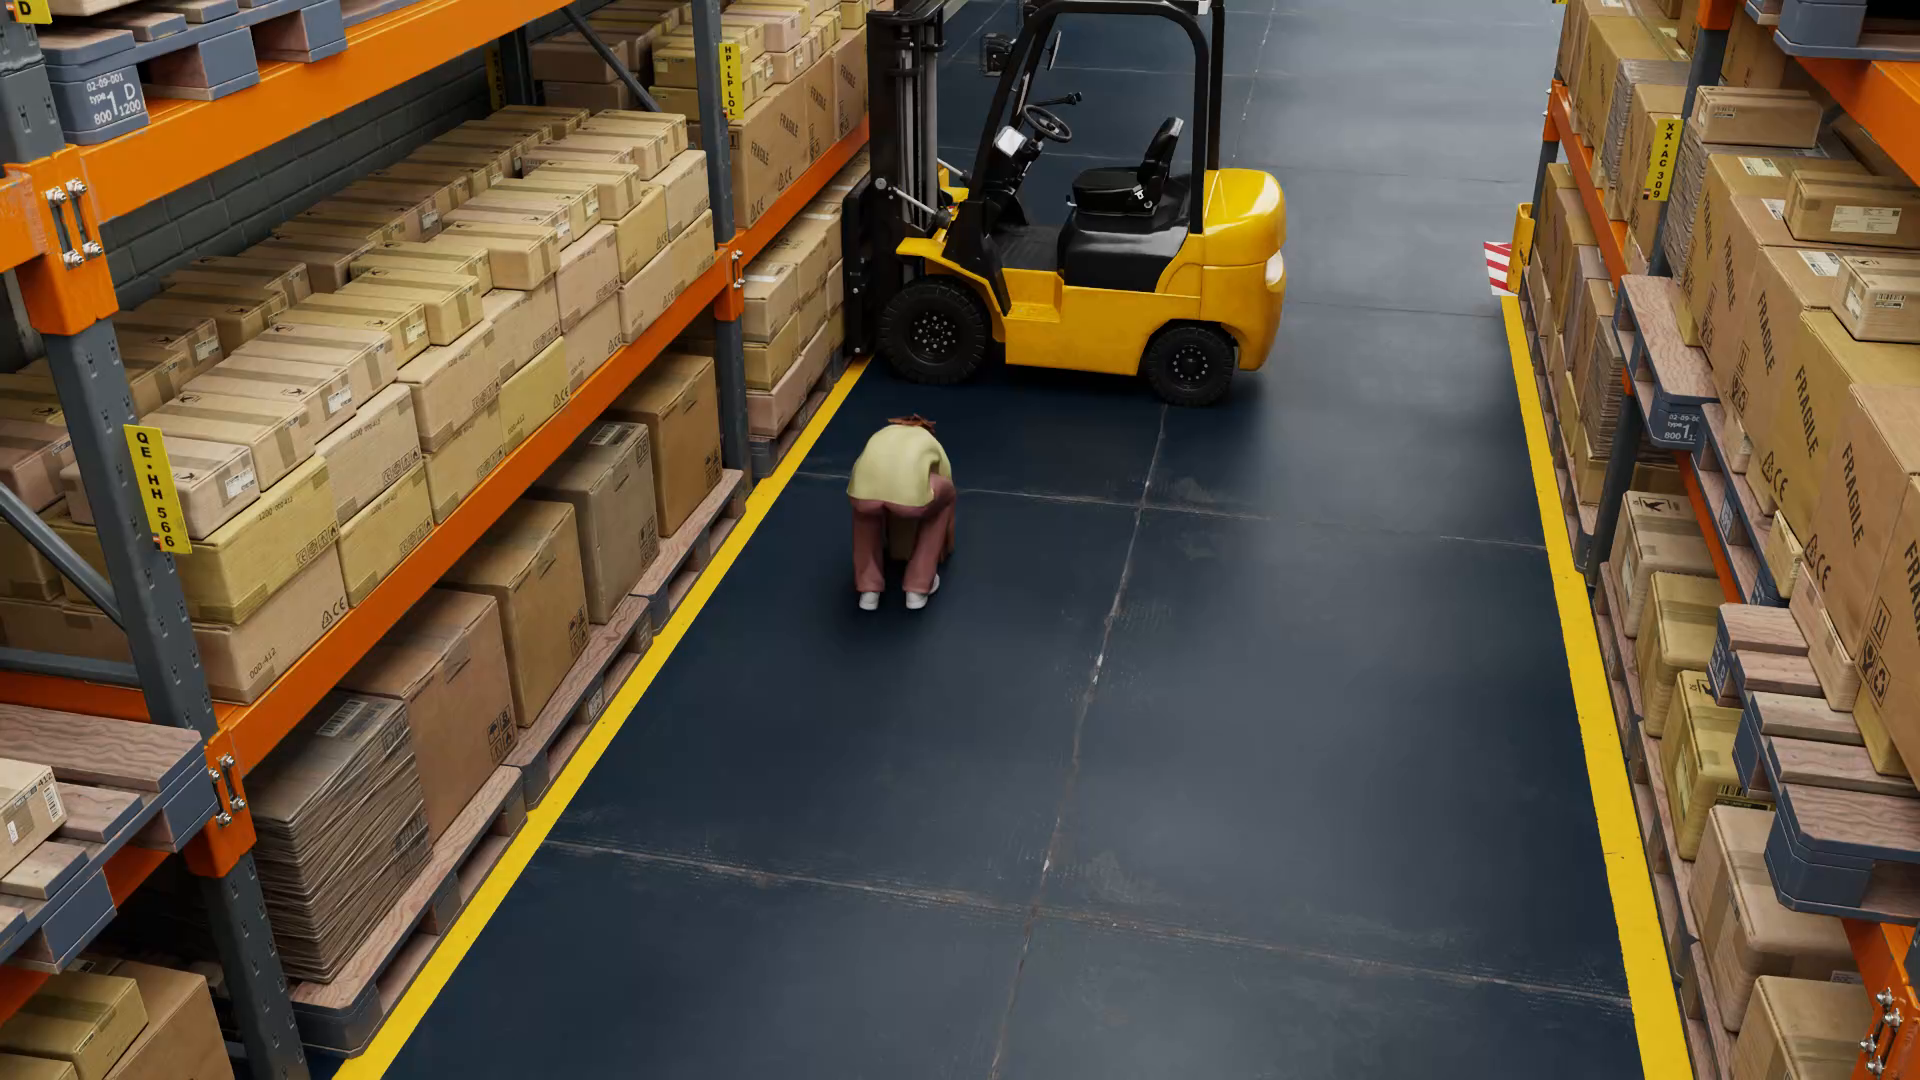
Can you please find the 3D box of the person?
[{"bbox_3d":[-0.256,-0.128,7.344,0.468,0.758,0.860,5,29,9],"label":"person"}]
